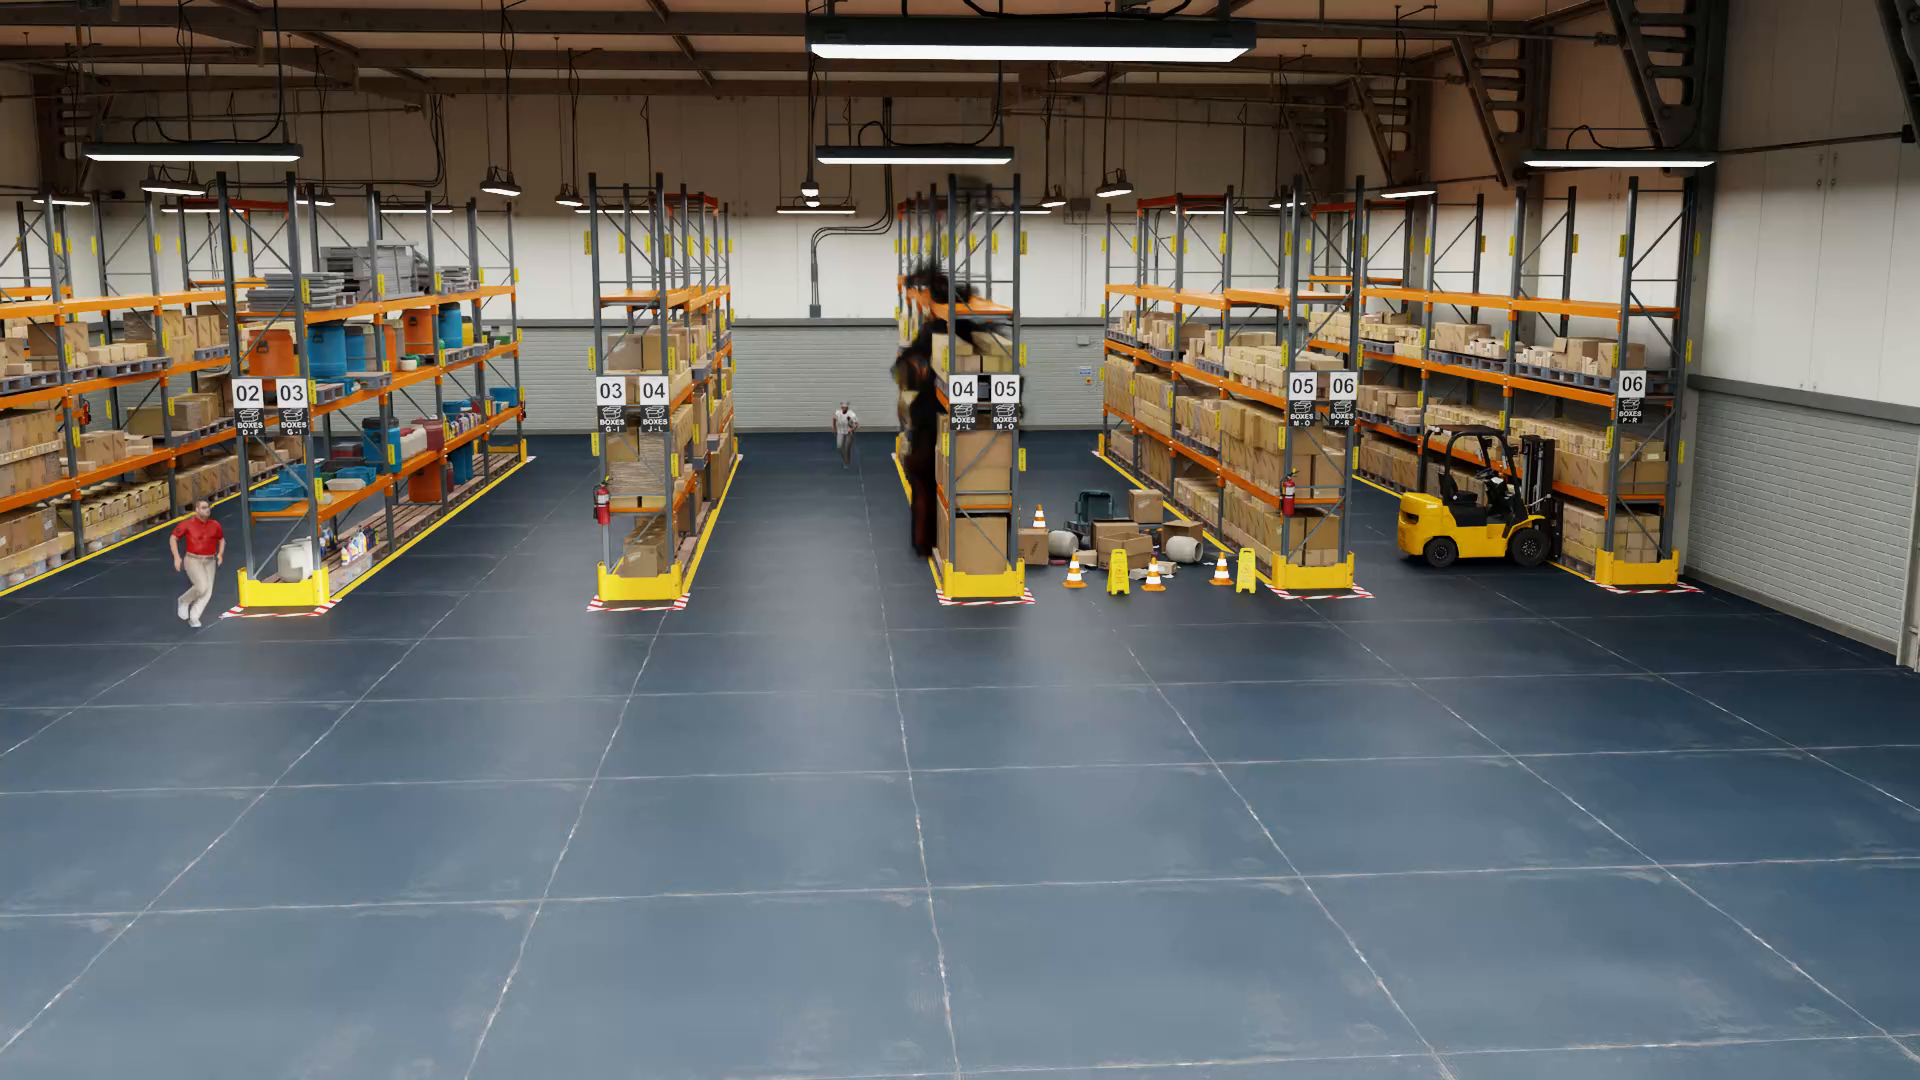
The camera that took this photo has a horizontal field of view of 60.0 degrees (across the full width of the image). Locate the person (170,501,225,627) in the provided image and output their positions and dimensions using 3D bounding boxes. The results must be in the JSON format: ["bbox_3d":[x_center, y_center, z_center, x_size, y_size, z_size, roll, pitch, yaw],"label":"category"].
[{"bbox_3d":[-10.095,0.308,22.207,0.539,1.652,0.700,8,13,37],"label":"person"}]

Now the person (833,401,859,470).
[{"bbox_3d":[-2.592,-2.398,37.932,0.606,1.594,0.810,1,10,5],"label":"person"}]
